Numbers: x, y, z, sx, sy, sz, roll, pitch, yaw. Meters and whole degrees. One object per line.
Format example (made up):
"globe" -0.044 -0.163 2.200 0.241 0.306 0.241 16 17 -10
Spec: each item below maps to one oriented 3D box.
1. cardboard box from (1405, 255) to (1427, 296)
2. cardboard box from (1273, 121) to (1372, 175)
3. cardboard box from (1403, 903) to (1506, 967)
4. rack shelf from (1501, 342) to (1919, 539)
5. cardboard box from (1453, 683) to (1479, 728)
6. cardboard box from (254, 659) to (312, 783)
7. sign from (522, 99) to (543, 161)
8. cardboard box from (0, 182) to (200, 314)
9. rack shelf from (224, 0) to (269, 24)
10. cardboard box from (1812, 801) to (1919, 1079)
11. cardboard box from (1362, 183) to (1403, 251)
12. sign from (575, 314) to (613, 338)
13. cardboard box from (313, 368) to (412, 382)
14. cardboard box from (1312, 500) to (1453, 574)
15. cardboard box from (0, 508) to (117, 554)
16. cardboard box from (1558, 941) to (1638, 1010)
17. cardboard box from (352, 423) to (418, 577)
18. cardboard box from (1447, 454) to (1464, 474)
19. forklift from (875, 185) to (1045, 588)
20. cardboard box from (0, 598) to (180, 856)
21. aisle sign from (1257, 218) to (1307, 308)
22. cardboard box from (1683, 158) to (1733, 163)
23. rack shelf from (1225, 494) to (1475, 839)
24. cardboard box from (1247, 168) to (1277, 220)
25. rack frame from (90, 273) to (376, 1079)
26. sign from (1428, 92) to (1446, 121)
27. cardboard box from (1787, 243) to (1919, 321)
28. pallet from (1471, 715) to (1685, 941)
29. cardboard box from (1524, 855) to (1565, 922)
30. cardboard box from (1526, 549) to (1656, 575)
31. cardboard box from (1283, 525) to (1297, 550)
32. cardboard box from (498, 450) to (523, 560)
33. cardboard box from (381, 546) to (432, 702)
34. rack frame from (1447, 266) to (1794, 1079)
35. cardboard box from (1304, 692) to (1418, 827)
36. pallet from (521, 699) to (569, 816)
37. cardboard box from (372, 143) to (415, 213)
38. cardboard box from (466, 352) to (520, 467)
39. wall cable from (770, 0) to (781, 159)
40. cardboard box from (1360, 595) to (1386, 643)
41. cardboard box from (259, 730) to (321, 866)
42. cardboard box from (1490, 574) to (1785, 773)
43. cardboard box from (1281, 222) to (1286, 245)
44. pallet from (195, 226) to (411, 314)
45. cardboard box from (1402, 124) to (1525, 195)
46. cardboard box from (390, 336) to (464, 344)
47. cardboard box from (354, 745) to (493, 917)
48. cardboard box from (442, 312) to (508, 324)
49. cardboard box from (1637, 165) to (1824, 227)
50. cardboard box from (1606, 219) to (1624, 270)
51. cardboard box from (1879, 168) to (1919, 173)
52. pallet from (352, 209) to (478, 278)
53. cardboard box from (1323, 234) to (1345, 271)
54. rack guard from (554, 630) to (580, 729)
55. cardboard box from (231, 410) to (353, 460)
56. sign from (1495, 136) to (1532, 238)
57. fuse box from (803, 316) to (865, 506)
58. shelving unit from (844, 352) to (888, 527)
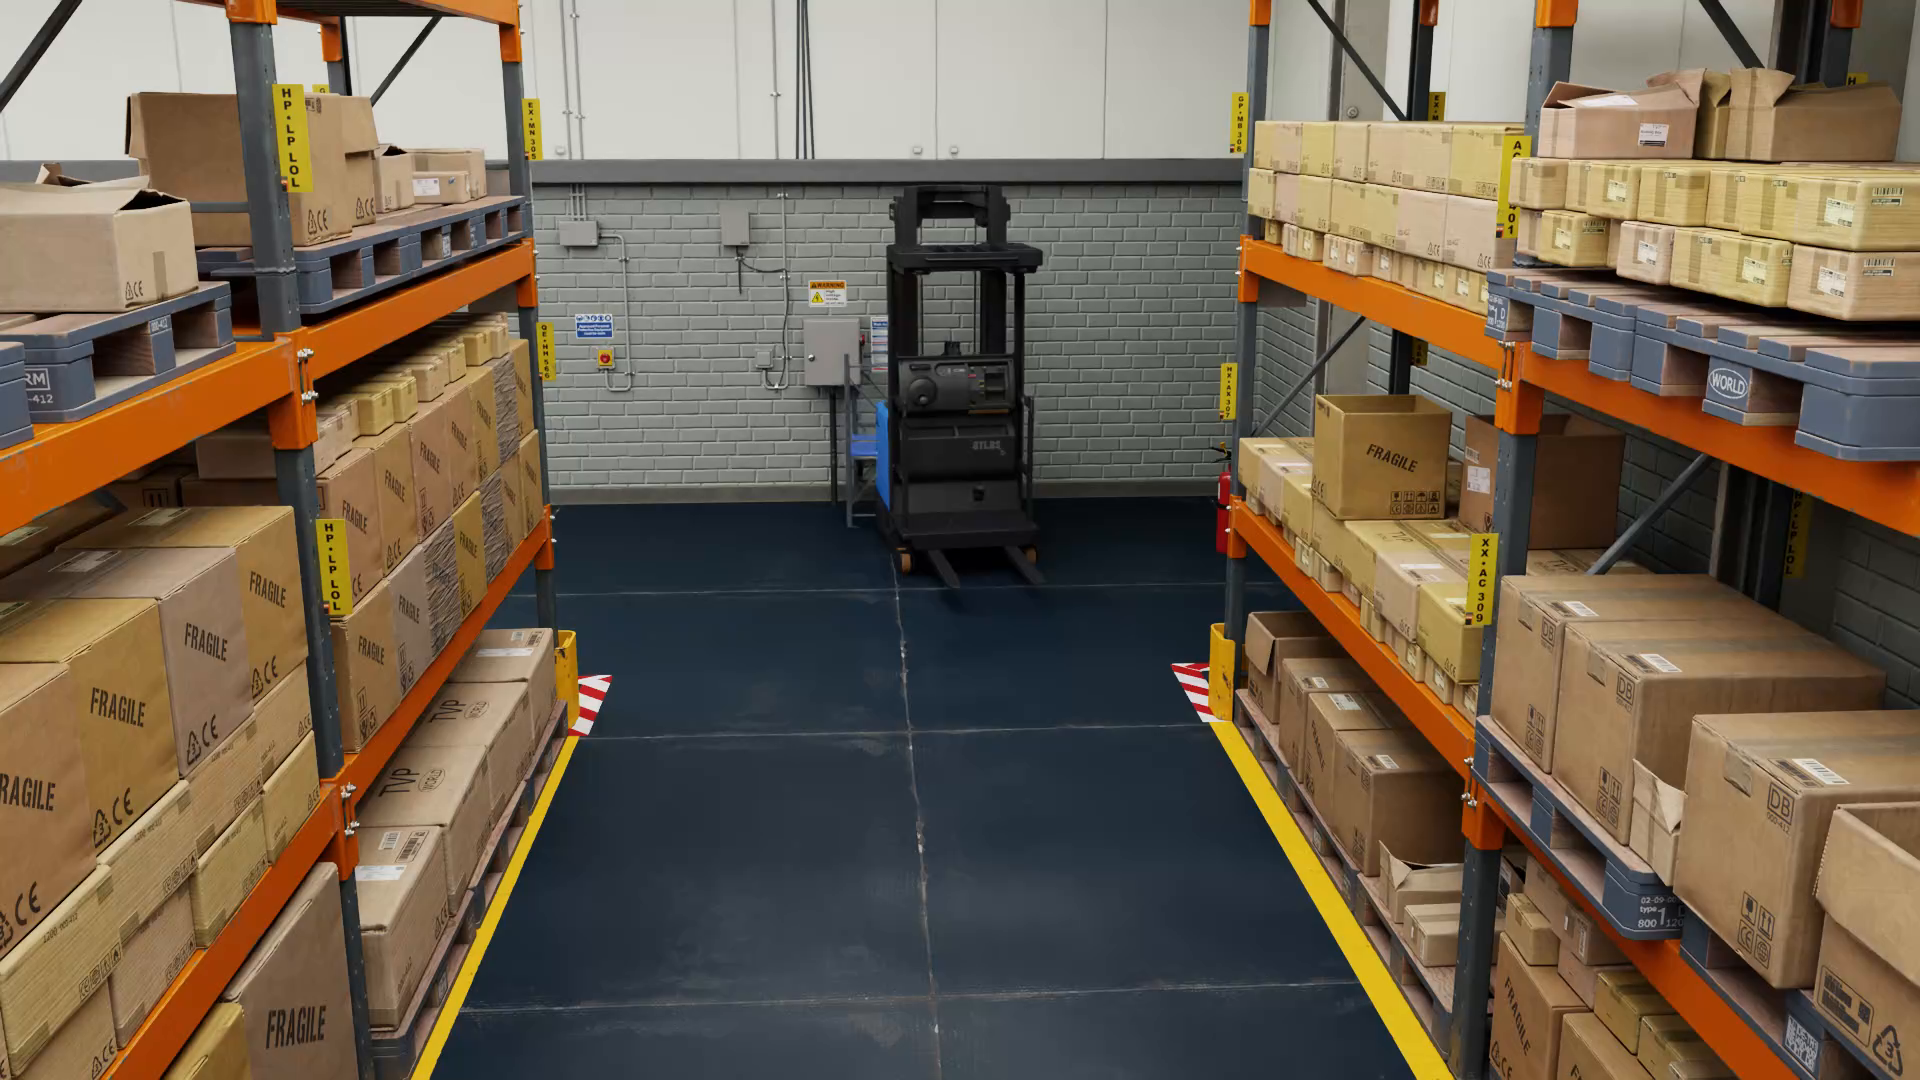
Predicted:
"cardboard box" 1.996 -1.059 6.608 0.380 0.149 0.250 -1 14 -4
"cardboard box" 1.886 -1.974 8.361 0.500 0.250 0.500 -1 14 -4
"cardboard box" 2.016 1.589 6.709 0.380 0.149 0.250 -1 14 -5
"rack shelf" 2.468 -0.061 3.668 1.077 0.370 4.000 -1 14 -3
"cardboard box" 2.072 0.592 6.210 0.380 0.149 0.250 -1 14 -3
"cardboard box" -2.340 0.560 5.129 0.500 0.250 0.500 -1 14 -3
"sign" -2.315 -2.220 8.995 0.100 0.325 0.005 -1 14 -3
"cardboard box" -2.346 -0.774 4.330 0.500 0.311 0.500 -1 14 -3
"rack shelf" -2.486 -1.243 3.043 1.077 0.370 4.000 -1 14 -3
"cardboard box" 2.306 0.884 3.521 0.797 0.503 0.637 -1 14 -5
"cardboard box" 2.001 -1.351 6.942 0.500 0.250 0.500 -1 14 -2
"sign" -3.283 -1.919 14.922 0.327 0.218 0.001 -1 14 -3
"cardboard box" -2.500 -0.623 6.919 0.380 0.149 0.250 -1 14 -4
"cardboard box" 1.974 -0.025 7.809 0.500 0.250 0.500 -1 14 -5
"cardboard box" -2.870 0.205 5.005 0.500 0.500 0.500 -1 14 -3
"cardboard box" 2.195 1.400 5.438 0.380 0.149 0.250 -1 14 -5
"cardboard box" -2.423 -0.157 6.410 0.500 0.500 0.500 -1 14 -4
"cardboard box" 2.420 -0.282 8.806 0.500 0.250 0.500 -1 14 -3
"forklift" 0.014 -1.251 13.006 1.130 2.935 3.031 -2 15 -10
"cardboard box" -2.281 0.453 4.039 0.500 0.500 0.500 0 14 -2
"aisle sign" 1.799 -1.720 9.476 0.394 0.787 0.004 -1 14 -3
"cardboard box" 2.479 -1.108 5.158 0.380 0.149 0.250 -1 14 -4
"rack shelf" 2.220 0.397 7.908 1.077 0.370 4.000 -1 14 -3
"cardboard box" 1.851 -1.859 8.914 0.500 0.250 0.500 -1 14 -4
"rack frame" -2.610 0.623 5.584 1.000 3.000 0.127 -1 14 -3
"sign" 2.651 -2.334 9.282 0.100 0.325 0.005 -1 14 -3
"cardboard box" 2.086 -0.575 3.681 0.380 0.149 0.250 -1 14 -2
"pallet" 2.284 0.839 5.131 1.003 0.211 1.213 -1 14 -3
"cardboard box" 2.161 1.187 5.668 0.380 0.149 0.250 -1 14 -4
"cardboard box" 2.545 0.222 6.846 0.500 0.250 0.500 -1 14 -4
"cardboard box" 1.910 -0.050 8.706 0.380 0.149 0.250 0 14 -2
"cardboard box" -2.548 -0.179 8.502 0.500 0.500 0.500 -1 14 -5
"cardboard box" -2.405 0.329 6.528 0.500 0.500 0.500 -1 14 -3
"rack frame" 2.344 0.546 5.886 1.000 3.000 0.127 -1 14 -3
"cardboard box" 1.986 1.058 8.069 0.500 0.500 0.500 -1 14 -2
"pallet" -2.730 1.177 9.030 1.003 0.211 1.213 -1 14 -3
"cardboard box" -2.815 -1.660 7.573 0.500 0.311 0.500 -1 14 -2
"cardboard box" -2.529 -0.658 8.358 0.500 0.500 0.500 -1 14 -3
"wall cable" -2.741 -4.698 14.227 2.355 3.000 0.029 -1 14 -3
"cardboard box" 1.961 0.335 7.210 0.380 0.149 0.250 -1 14 -4
"cardboard box" -2.331 0.804 5.184 0.500 0.250 0.500 -1 14 -5
"cardboard box" 2.151 0.418 5.340 0.700 0.500 0.500 -1 14 -2
"cardboard box" 1.926 -1.632 8.836 0.380 0.149 0.250 -1 14 -2
"pallet" -2.650 -0.990 6.013 1.003 0.211 1.213 -1 14 -3
"cardboard box" 2.032 -1.468 6.394 0.500 0.250 0.500 -1 14 -4
"cardboard box" -2.576 -0.877 7.906 0.380 0.149 0.250 -1 14 -4
"cardboard box" -2.598 1.280 7.330 0.875 0.438 0.875 -1 14 -5
"cardboard box" -2.636 -1.132 8.898 0.380 0.149 0.250 -1 14 -3
"cardboard box" 2.028 -0.907 4.378 0.380 0.149 0.250 -1 14 -4
"cardboard box" 2.060 -0.830 4.674 0.380 0.149 0.250 -1 14 -3
"cardboard box" 2.539 -0.852 4.162 0.380 0.149 0.250 -1 14 -5
"pallet" -2.723 -1.293 7.189 1.003 0.211 1.213 -1 14 -3
"cardboard box" 1.882 -1.314 7.600 0.380 0.149 0.250 -1 14 -3
"rack guard" -2.859 0.833 9.785 1.175 0.500 0.348 -1 14 -3
"cardboard box" -2.403 -0.369 5.934 0.380 0.149 0.250 -1 14 -3
"sign" 1.803 -1.147 5.407 0.100 0.325 0.005 -1 14 -3
"fuse box" -1.125 -1.146 15.045 0.539 1.711 0.414 -1 14 -3
"shelving unit" -0.735 -0.958 14.768 0.538 1.500 1.048 0 13 0
